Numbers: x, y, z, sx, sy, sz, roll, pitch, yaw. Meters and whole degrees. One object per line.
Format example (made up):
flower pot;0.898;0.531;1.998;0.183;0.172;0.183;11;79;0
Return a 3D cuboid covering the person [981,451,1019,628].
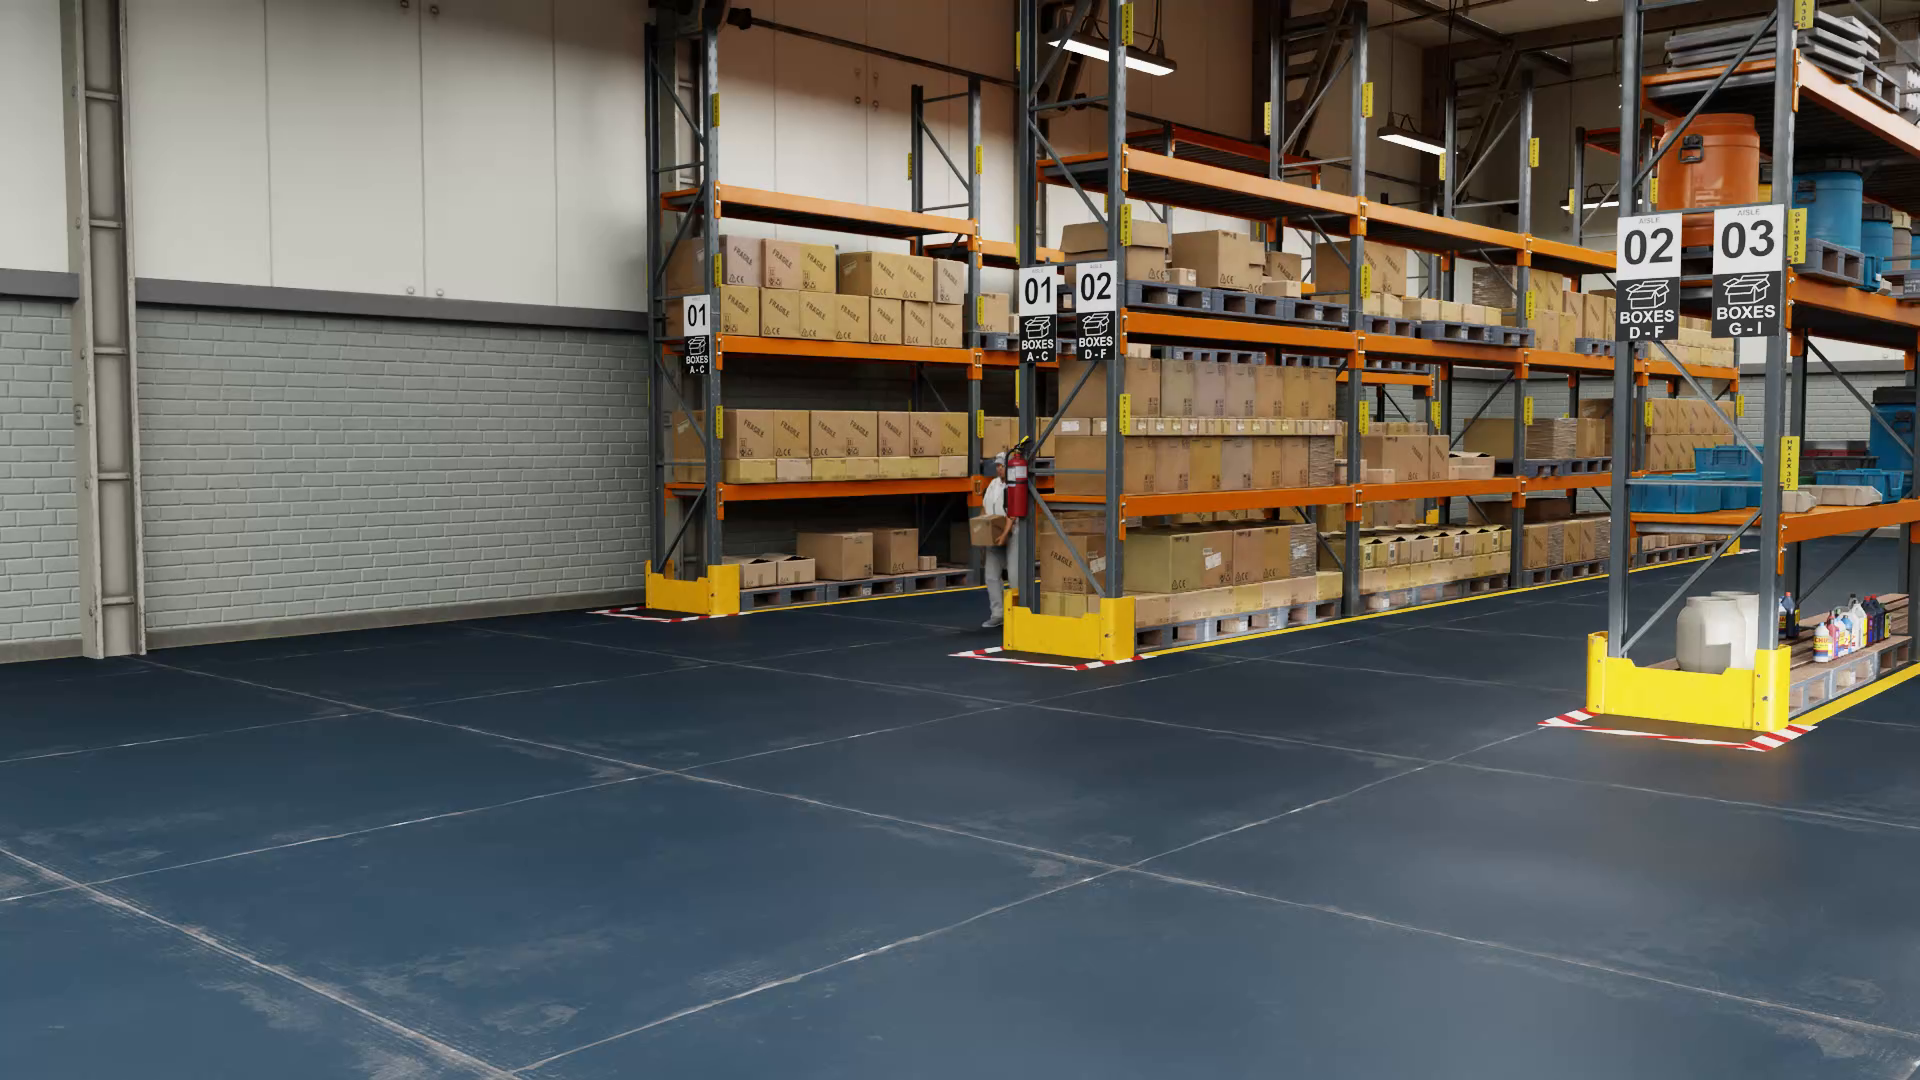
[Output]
person;0.403;0.002;15.562;0.452;1.660;0.560;3;5;39
